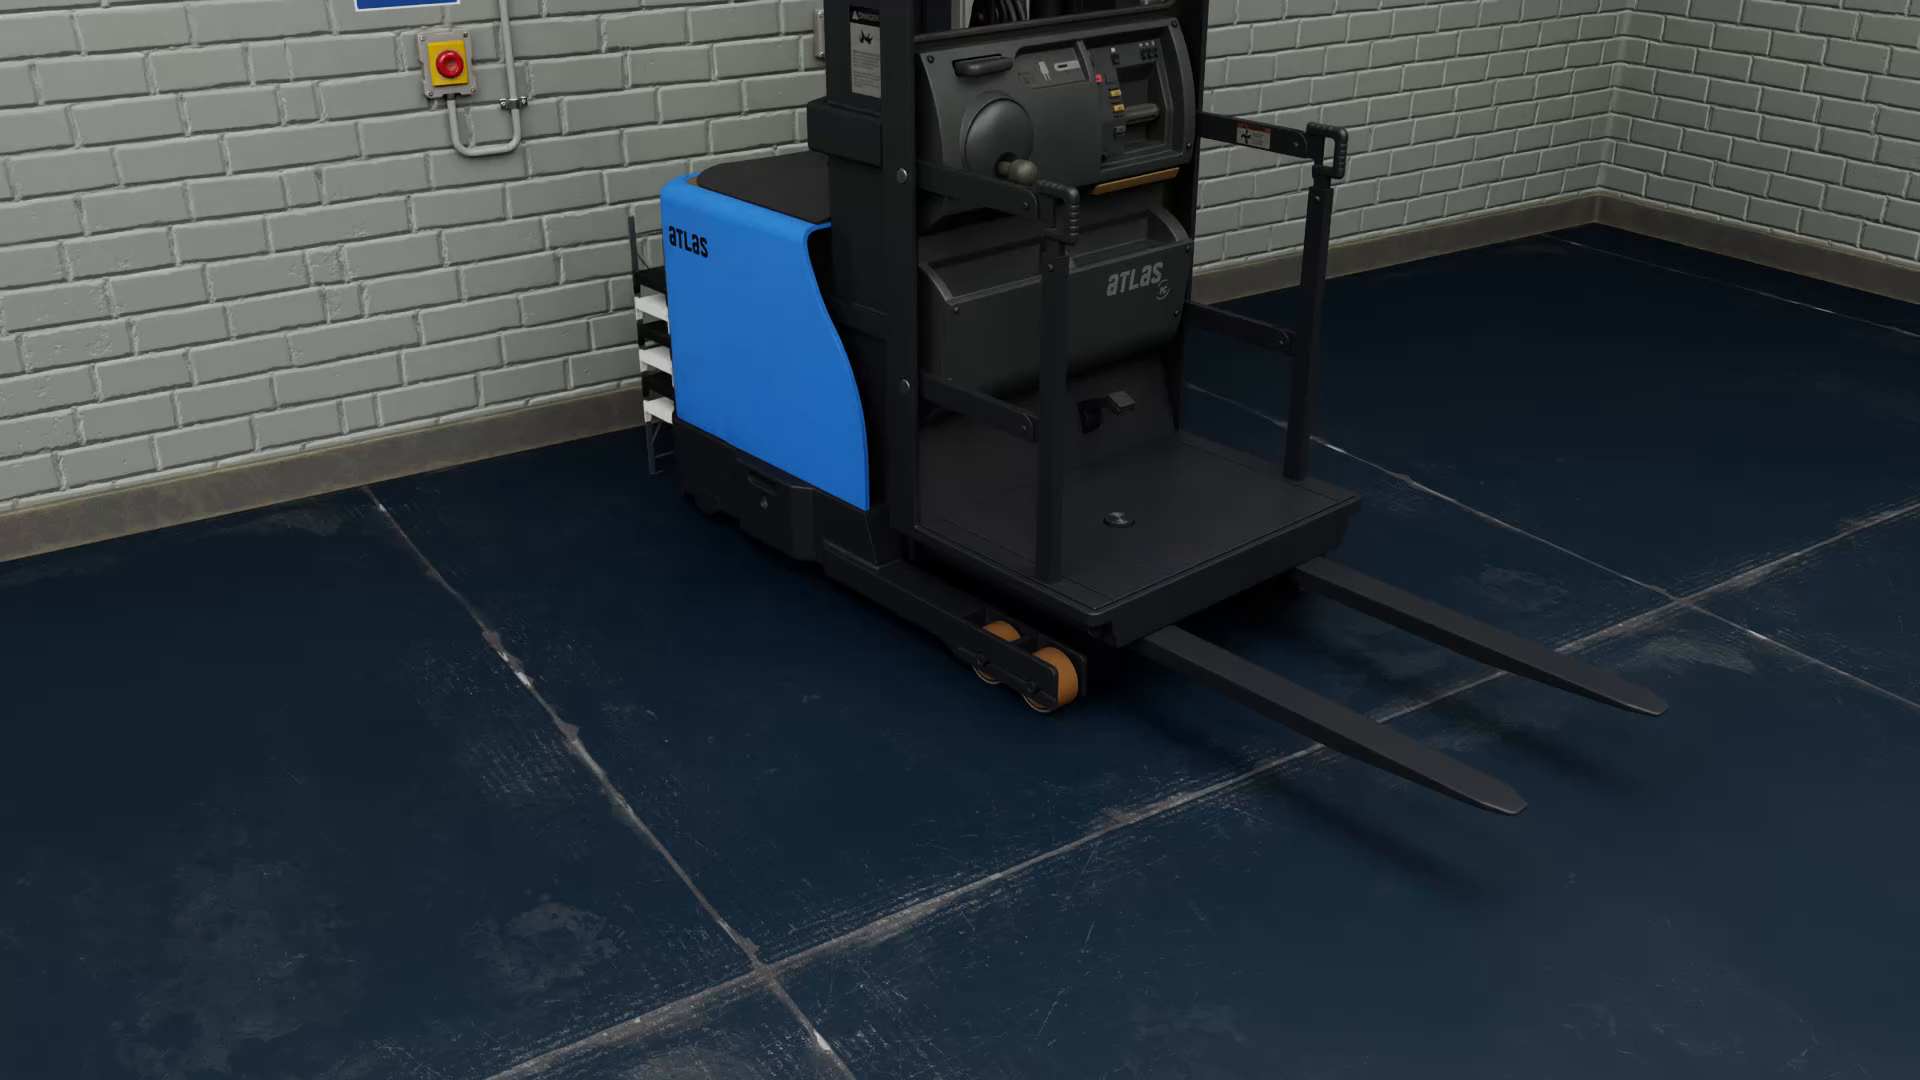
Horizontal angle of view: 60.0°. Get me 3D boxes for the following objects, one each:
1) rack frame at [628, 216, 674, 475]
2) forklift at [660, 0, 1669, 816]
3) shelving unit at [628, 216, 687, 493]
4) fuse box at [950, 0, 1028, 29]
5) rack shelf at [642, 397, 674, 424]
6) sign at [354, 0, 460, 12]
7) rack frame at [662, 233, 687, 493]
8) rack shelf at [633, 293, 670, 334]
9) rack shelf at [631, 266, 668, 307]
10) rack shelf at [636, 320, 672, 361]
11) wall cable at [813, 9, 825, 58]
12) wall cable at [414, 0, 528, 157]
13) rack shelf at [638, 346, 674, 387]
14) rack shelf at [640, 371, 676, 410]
[{"bbox_3d":[-0.976,-0.663,5.601,0.240,0.900,0.006,-21,32,-37],"label":"rack frame"},{"bbox_3d":[0.416,-1.124,4.197,1.130,2.935,3.031,-21,32,-37],"label":"forklift"},{"bbox_3d":[-0.908,-0.631,5.532,0.258,0.900,0.210,-21,32,-37],"label":"shelving unit"},{"bbox_3d":[0.190,-1.484,6.390,0.539,1.711,0.414,-16,29,-30],"label":"fuse box"},{"bbox_3d":[-0.908,-0.438,5.623,0.258,0.077,0.200,-21,32,-37],"label":"rack shelf"},{"bbox_3d":[-1.724,-1.763,5.153,0.327,0.218,0.001,-16,29,-30],"label":"sign"},{"bbox_3d":[-0.841,-0.598,5.463,0.240,0.900,0.006,-21,32,-37],"label":"rack frame"},{"bbox_3d":[-0.908,-0.763,5.469,0.258,0.077,0.200,-21,32,-37],"label":"rack shelf"},{"bbox_3d":[-0.908,-0.845,5.431,0.258,0.077,0.200,-21,32,-37],"label":"rack shelf"},{"bbox_3d":[-0.908,-0.682,5.508,0.258,0.077,0.200,-21,32,-37],"label":"rack shelf"},{"bbox_3d":[-0.468,-2.424,5.681,0.588,1.984,0.122,-16,29,-30],"label":"wall cable"},{"bbox_3d":[-1.650,-2.103,4.965,0.585,1.953,0.123,-16,29,-30],"label":"wall cable"},{"bbox_3d":[-0.908,-0.601,5.546,0.258,0.077,0.200,-21,32,-37],"label":"rack shelf"},{"bbox_3d":[-0.908,-0.519,5.585,0.258,0.077,0.200,-21,32,-37],"label":"rack shelf"}]
